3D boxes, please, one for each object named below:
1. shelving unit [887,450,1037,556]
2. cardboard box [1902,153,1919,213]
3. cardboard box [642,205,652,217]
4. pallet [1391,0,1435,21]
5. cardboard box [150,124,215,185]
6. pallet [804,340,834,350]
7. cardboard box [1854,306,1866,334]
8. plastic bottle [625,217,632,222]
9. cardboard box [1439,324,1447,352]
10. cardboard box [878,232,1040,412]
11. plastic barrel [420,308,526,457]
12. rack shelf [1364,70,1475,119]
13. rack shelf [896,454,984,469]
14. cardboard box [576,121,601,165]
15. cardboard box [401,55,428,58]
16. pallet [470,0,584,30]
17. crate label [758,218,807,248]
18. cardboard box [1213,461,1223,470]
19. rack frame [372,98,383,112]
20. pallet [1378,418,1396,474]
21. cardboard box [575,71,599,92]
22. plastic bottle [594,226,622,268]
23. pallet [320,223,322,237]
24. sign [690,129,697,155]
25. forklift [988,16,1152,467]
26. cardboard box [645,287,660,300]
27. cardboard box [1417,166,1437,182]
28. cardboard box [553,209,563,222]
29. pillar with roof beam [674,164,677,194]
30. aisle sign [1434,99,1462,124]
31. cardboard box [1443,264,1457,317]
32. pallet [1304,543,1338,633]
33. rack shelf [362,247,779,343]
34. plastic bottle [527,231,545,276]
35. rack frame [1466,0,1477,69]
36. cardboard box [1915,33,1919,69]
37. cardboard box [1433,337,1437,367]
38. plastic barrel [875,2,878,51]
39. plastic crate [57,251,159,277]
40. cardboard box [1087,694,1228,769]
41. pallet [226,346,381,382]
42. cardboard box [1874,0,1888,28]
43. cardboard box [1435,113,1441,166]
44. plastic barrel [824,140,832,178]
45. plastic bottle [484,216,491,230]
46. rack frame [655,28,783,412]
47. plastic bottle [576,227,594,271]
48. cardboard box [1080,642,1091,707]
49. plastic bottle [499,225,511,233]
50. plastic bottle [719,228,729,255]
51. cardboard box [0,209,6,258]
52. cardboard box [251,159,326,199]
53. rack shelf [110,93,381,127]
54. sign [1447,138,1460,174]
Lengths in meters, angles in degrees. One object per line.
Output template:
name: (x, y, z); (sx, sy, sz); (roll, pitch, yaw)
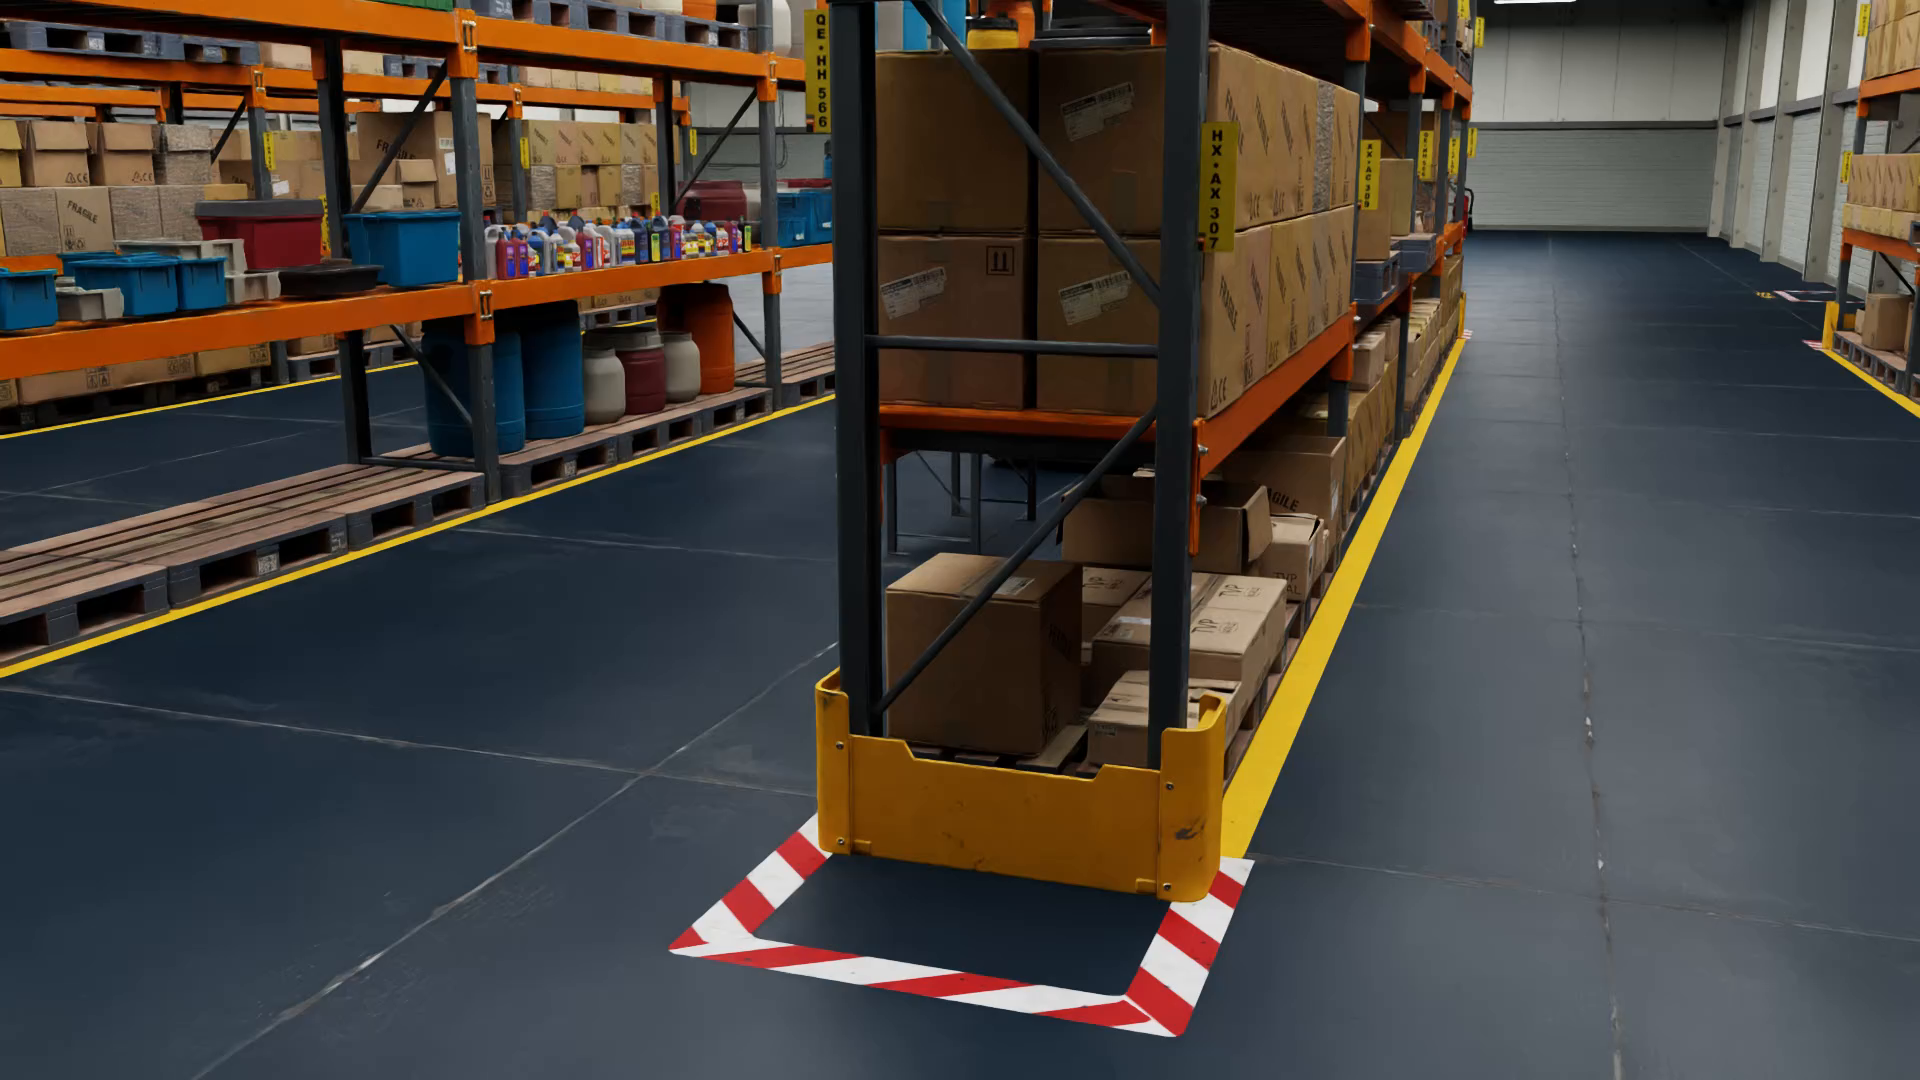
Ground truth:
shelving unit: (0.028, -0.749, 8.900); (0.538, 1.500, 1.048); (4, 14, 18)
cardboard box: (8.574, -3.113, 14.493); (0.500, 0.500, 0.500); (4, 14, 18)
cardboard box: (-4.159, -4.243, 21.402); (0.380, 0.149, 0.250); (4, 14, 18)
pallet: (2.047, -3.082, 9.431); (1.213, 0.211, 1.003); (4, 14, 18)
cardboard box: (-6.893, -3.302, 14.233); (0.797, 0.503, 0.637); (5, 14, 20)
pallet: (-0.878, -1.875, 16.727); (1.003, 0.211, 1.213); (4, 14, 18)
cardboard box: (9.699, -2.296, 17.358); (0.500, 0.311, 0.500); (3, 13, 12)
plastic bottle: (-2.551, -2.334, 12.753); (0.152, 0.276, 0.135); (4, 14, 18)
cardboard box: (4.462, -1.985, 16.178); (0.500, 0.250, 0.500); (4, 14, 18)
cardboard box: (0.030, -0.681, 5.005); (0.500, 0.500, 0.500); (5, 14, 20)
plastic barrel: (-3.057, -1.013, 10.456); (0.600, 0.901, 0.708); (4, 14, 18)
rack shelf: (4.672, -4.578, 17.178); (1.077, 0.370, 4.000); (4, 14, 18)
rack shelf: (0.028, -0.574, 8.940); (0.538, 0.185, 1.000); (4, 14, 18)
cardboard box: (-4.639, -4.727, 19.818); (0.500, 0.500, 0.500); (4, 14, 18)
cardboard box: (-5.897, -5.186, 17.052); (0.797, 0.503, 0.637); (5, 14, 21)
pallet: (-3.088, -3.260, 10.214); (1.213, 0.211, 1.003); (4, 14, 18)
crate label: (-1.464, -2.540, 13.752); (0.303, 0.233, 0.416); (4, 14, 18)
cardboard box: (1.325, -0.481, 8.982); (0.500, 0.500, 0.500); (4, 14, 18)
rack frame: (-8.714, -4.979, 24.063); (1.000, 3.000, 0.127); (4, 14, 18)
pallet: (2.453, -0.689, 11.531); (1.003, 0.211, 1.213); (4, 14, 18)
cardboard box: (-4.622, -5.440, 19.677); (0.500, 0.250, 0.500); (4, 13, 16)
plastic bottle: (-2.364, -1.971, 11.162); (0.152, 0.276, 0.135); (4, 14, 18)
pallet: (-6.512, -2.981, 15.738); (1.213, 0.211, 1.003); (4, 14, 18)
sign: (-3.534, -5.275, 22.048); (0.100, 0.325, 0.005); (4, 14, 18)
forklift: (1.132, -2.192, 12.004); (1.130, 2.935, 3.031); (4, 14, 18)
cardboard box: (-4.271, -3.457, 22.066); (0.500, 0.500, 0.500); (7, 15, 29)
cardboard box: (4.295, -3.452, 15.691); (0.380, 0.149, 0.250); (4, 14, 18)
cardboard box: (-4.845, -3.766, 19.313); (0.380, 0.149, 0.250); (4, 14, 18)
pillar with roof beam: (-5.426, -14.521, 52.385); (9.100, 9.000, 0.548); (4, 14, 18)
aisle sign: (5.618, -5.147, 18.956); (0.394, 0.787, 0.004); (4, 14, 18)
cardboard box: (4.795, -2.560, 17.014); (0.500, 0.500, 0.500); (4, 14, 18)
pallet: (1.213, 0.144, 7.884); (1.003, 0.211, 1.213); (4, 14, 18)
rack shelf: (-2.602, -1.788, 11.698); (1.077, 0.370, 4.000); (4, 14, 18)
plastic bottle: (-2.632, -1.776, 10.316); (0.097, 0.271, 0.097); (0, 13, 0)
rack frame: (5.319, -6.812, 18.609); (1.000, 3.000, 0.127); (4, 14, 18)
cardboard box: (8.819, -4.439, 14.687); (0.500, 0.500, 0.500); (3, 13, 14)
cardboard box: (4.000, -1.694, 14.906); (0.500, 0.250, 0.500); (4, 13, 18)
plastic barrel: (-1.043, -4.711, 15.019); (0.600, 0.901, 0.708); (4, 14, 18)
plastic crate: (-4.122, -1.274, 8.070); (0.416, 0.233, 0.300); (4, 14, 18)
cardboard box: (0.603, 0.594, 5.063); (0.380, 0.149, 0.250); (4, 14, 18)
pallet: (-6.387, -1.722, 16.056); (1.003, 0.211, 1.213); (4, 14, 18)
cardboard box: (9.443, -5.374, 16.534); (0.500, 0.500, 0.500); (4, 14, 18)
cardboard box: (4.325, -3.926, 16.309); (0.700, 0.500, 0.500); (4, 14, 18)
plastic barrel: (-1.072, -3.587, 16.836); (0.600, 0.901, 0.708); (4, 14, 18)
plastic bottle: (-3.065, -1.939, 10.855); (0.144, 0.351, 0.185); (4, 14, 18)
rack frame: (-1.955, -2.560, 13.463); (1.000, 3.000, 0.127); (4, 14, 18)
plastic bottle: (-2.440, -1.894, 10.809); (0.061, 0.283, 0.133); (4, 14, 18)
cardboard box: (0.301, 0.438, 5.708); (0.380, 0.166, 0.250); (4, 14, 18)
plastic bottle: (-3.103, -1.975, 11.179); (0.152, 0.276, 0.135); (4, 14, 18)
plastic bottle: (-1.812, -2.276, 12.664); (0.097, 0.201, 0.097); (0, 13, 0)
cardboard box: (-7.389, -2.308, 12.134); (0.500, 0.500, 0.500); (4, 14, 18)
cardboard box: (-6.419, -3.411, 16.025); (0.700, 0.500, 0.500); (7, 14, 27)
rack shelf: (-9.361, -5.670, 21.964); (1.077, 0.370, 4.000); (4, 14, 18)
sign: (4.541, -3.534, 15.305); (0.100, 0.325, 0.005); (4, 14, 18)
